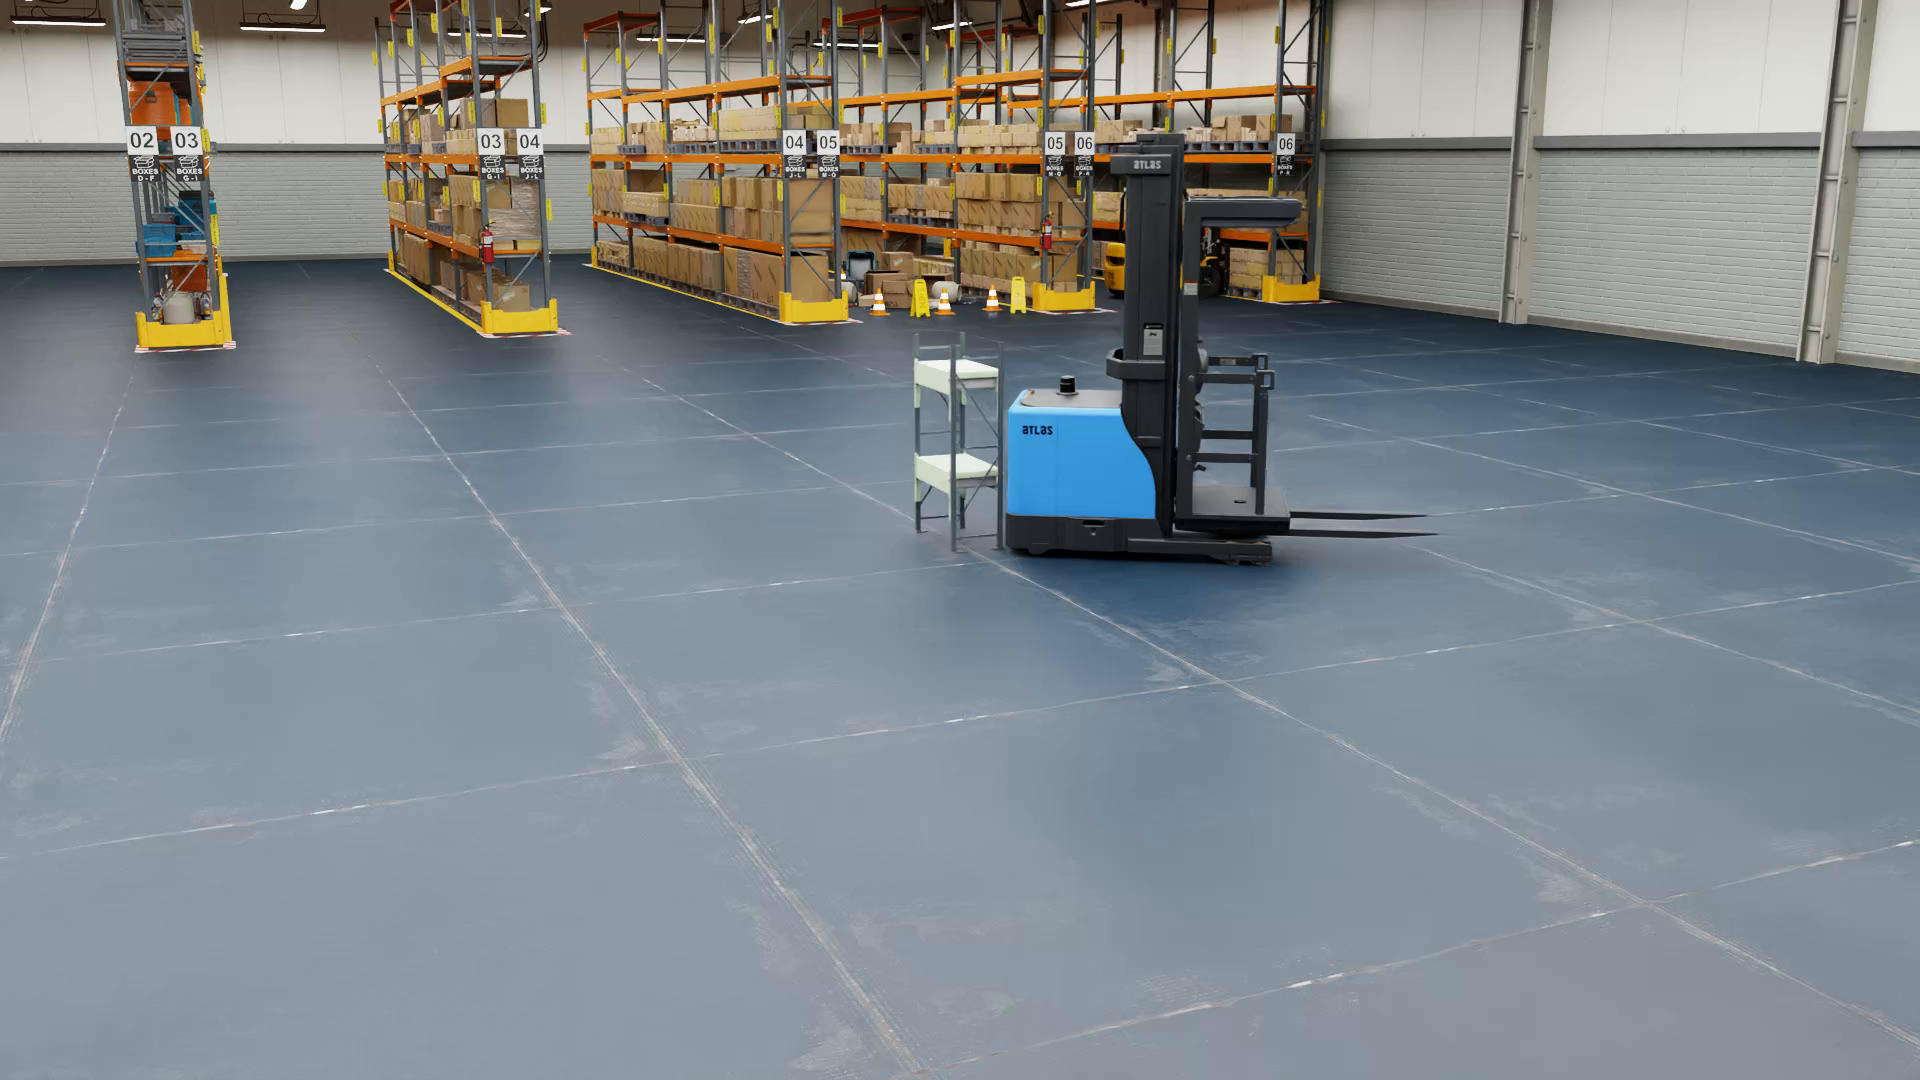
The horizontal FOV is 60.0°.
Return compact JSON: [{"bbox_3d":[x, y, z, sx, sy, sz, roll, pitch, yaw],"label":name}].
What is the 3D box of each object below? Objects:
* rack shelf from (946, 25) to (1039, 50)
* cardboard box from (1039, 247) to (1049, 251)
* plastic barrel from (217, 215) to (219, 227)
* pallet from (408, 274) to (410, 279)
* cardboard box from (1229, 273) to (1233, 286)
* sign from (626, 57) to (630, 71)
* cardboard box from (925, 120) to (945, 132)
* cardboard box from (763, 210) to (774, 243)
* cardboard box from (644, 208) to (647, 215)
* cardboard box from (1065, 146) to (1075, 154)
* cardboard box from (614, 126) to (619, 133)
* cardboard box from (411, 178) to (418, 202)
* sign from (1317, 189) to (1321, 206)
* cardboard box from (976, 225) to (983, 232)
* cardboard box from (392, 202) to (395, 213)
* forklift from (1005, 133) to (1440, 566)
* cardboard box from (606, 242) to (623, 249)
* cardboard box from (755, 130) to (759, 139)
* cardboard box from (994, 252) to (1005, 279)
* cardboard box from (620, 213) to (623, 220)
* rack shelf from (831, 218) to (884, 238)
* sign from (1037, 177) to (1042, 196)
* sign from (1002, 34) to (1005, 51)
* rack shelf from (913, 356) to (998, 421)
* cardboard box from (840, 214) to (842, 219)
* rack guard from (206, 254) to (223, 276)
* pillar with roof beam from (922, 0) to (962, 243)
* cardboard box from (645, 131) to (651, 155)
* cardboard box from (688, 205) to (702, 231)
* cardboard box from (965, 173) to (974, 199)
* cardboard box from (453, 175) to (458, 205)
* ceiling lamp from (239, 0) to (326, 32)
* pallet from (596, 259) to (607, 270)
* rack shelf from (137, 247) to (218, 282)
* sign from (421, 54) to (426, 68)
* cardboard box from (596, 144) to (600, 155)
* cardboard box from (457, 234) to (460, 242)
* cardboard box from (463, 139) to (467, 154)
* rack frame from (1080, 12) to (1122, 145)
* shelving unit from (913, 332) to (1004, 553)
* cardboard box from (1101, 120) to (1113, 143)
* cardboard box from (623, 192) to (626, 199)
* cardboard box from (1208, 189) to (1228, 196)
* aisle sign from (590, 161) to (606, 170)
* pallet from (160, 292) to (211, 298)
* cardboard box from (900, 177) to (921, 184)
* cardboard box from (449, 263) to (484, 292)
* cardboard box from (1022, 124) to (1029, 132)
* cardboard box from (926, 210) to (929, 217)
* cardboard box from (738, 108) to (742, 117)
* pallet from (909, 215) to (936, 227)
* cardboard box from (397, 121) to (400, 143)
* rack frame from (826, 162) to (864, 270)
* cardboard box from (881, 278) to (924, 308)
[{"bbox_3d":[0.898,-13.272,43.981,1.077,0.370,4.000,-6,14,-23],"label":"rack shelf"},{"bbox_3d":[2.307,-7.213,41.497,0.500,0.500,0.500,-6,14,-25],"label":"cardboard box"},{"bbox_3d":[-14.400,-6.047,31.543,0.600,0.536,0.708,-6,14,-23],"label":"plastic barrel"},{"bbox_3d":[-12.161,-6.129,38.382,1.003,0.211,1.213,-6,14,-23],"label":"pallet"},{"bbox_3d":[5.645,-5.329,33.911,0.500,0.250,0.500,-5,14,-22],"label":"cardboard box"},{"bbox_3d":[-8.428,-12.077,42.173,0.100,0.325,0.005,-6,14,-23],"label":"sign"},{"bbox_3d":[-0.421,-8.719,35.029,0.500,0.250,0.500,-5,14,-22],"label":"cardboard box"},{"bbox_3d":[-2.966,-5.528,29.271,0.875,0.550,0.550,-6,14,-23],"label":"cardboard box"},{"bbox_3d":[-6.766,-7.278,36.790,0.380,0.149,0.250,-6,14,-25],"label":"cardboard box"},{"bbox_3d":[2.124,-7.176,30.627,0.380,0.149,0.250,-6,14,-23],"label":"cardboard box"},{"bbox_3d":[-7.970,-9.717,39.387,0.380,0.149,0.250,-6,14,-23],"label":"cardboard box"},{"bbox_3d":[-11.665,-7.729,36.667,0.797,0.503,0.637,-6,14,-24],"label":"cardboard box"},{"bbox_3d":[7.017,-6.697,32.559,0.100,0.325,0.005,-6,14,-23],"label":"sign"},{"bbox_3d":[0.539,-6.195,33.042,0.380,0.149,0.250,-5,14,-21],"label":"cardboard box"},{"bbox_3d":[-13.173,-7.887,39.467,0.500,0.250,0.500,-6,14,-25],"label":"cardboard box"},{"bbox_3d":[1.883,-1.375,11.811,3.031,2.935,1.130,2,13,8],"label":"forklift"},{"bbox_3d":[-8.667,-7.390,41.718,0.380,0.149,0.250,-6,14,-26],"label":"cardboard box"},{"bbox_3d":[-3.388,-7.112,29.197,0.380,0.149,0.250,-6,14,-24],"label":"cardboard box"},{"bbox_3d":[0.991,-5.324,32.223,0.500,0.500,0.500,-6,14,-24],"label":"cardboard box"},{"bbox_3d":[-7.875,-7.709,39.583,0.380,0.149,0.250,-6,14,-24],"label":"cardboard box"},{"bbox_3d":[-2.047,-7.454,39.522,1.077,0.370,4.000,-6,14,-23],"label":"rack shelf"},{"bbox_3d":[1.443,-6.411,30.149,0.100,0.325,0.005,-6,14,-23],"label":"sign"},{"bbox_3d":[0.861,-10.027,33.489,0.100,0.325,0.005,-6,14,-23],"label":"sign"},{"bbox_3d":[-0.015,-1.110,12.111,0.431,0.370,0.720,-5,14,-21],"label":"rack shelf"},{"bbox_3d":[-2.705,-7.924,40.286,0.500,0.250,0.500,-6,14,-24],"label":"cardboard box"},{"bbox_3d":[-18.090,-6.488,39.294,1.175,0.500,0.348,-6,14,-23],"label":"rack guard"},{"bbox_3d":[-4.102,-12.666,47.139,9.100,9.000,0.548,-6,14,-23],"label":"pillar with roof beam"},{"bbox_3d":[-6.611,-8.735,36.583,0.500,0.500,0.500,-6,14,-23],"label":"cardboard box"},{"bbox_3d":[-5.203,-6.543,33.767,0.500,0.500,0.500,-6,14,-24],"label":"cardboard box"},{"bbox_3d":[0.519,-7.028,32.985,0.700,0.500,0.500,-6,14,-23],"label":"cardboard box"},{"bbox_3d":[-8.574,-6.132,29.113,0.500,0.500,0.500,-6,14,-23],"label":"cardboard box"},{"bbox_3d":[-16.836,-14.251,41.040,2.000,3.185,0.800,-6,14,-23],"label":"ceiling lamp"},{"bbox_3d":[-8.622,-7.031,42.282,1.003,0.211,1.213,-6,14,-23],"label":"pallet"},{"bbox_3d":[-12.460,-4.459,26.580,1.077,0.370,4.000,-6,14,-23],"label":"rack shelf"},{"bbox_3d":[-13.027,-11.612,40.337,0.100,0.325,0.005,-6,14,-23],"label":"sign"},{"bbox_3d":[-8.793,-9.740,41.481,0.500,0.250,0.500,-5,14,-21],"label":"cardboard box"},{"bbox_3d":[-8.699,-5.374,29.495,0.380,0.149,0.250,-6,14,-23],"label":"cardboard box"},{"bbox_3d":[-7.947,-6.518,27.561,0.500,0.250,0.500,-5,14,-22],"label":"cardboard box"},{"bbox_3d":[3.301,-10.764,38.919,1.000,3.000,0.127,-6,14,-23],"label":"rack frame"},{"bbox_3d":[-0.015,-0.730,12.199,0.431,1.500,0.755,-5,14,-21],"label":"shelving unit"},{"bbox_3d":[3.662,-9.337,38.034,0.700,0.500,0.500,-6,14,-24],"label":"cardboard box"},{"bbox_3d":[-7.606,-7.999,38.586,0.380,0.149,0.250,-5,14,-20],"label":"cardboard box"},{"bbox_3d":[5.348,-7.172,34.388,0.380,0.149,0.250,-6,14,-23],"label":"cardboard box"},{"bbox_3d":[-9.249,-9.831,42.429,0.394,0.787,0.004,-6,14,-23],"label":"aisle sign"},{"bbox_3d":[-14.589,-4.527,31.462,1.003,0.211,1.213,-6,14,-23],"label":"pallet"},{"bbox_3d":[-1.219,-8.052,38.067,0.500,0.500,0.500,-6,14,-25],"label":"cardboard box"},{"bbox_3d":[-9.572,-5.127,32.436,0.700,0.500,0.500,-4,14,-18],"label":"cardboard box"},{"bbox_3d":[1.366,-7.617,30.766,0.380,0.149,0.250,-6,14,-24],"label":"cardboard box"},{"bbox_3d":[-0.498,-6.941,35.333,0.380,0.149,0.250,-6,14,-23],"label":"cardboard box"},{"bbox_3d":[-3.793,-7.709,30.011,0.380,0.149,0.250,-6,14,-23],"label":"cardboard box"},{"bbox_3d":[-0.415,-6.893,35.926,1.003,0.211,1.213,-6,14,-23],"label":"pallet"},{"bbox_3d":[-12.508,-9.354,38.107,0.700,0.500,0.500,-5,14,-20],"label":"cardboard box"},{"bbox_3d":[-2.848,-8.218,41.226,1.000,3.000,0.127,-6,14,-23],"label":"rack frame"},{"bbox_3d":[-1.064,-4.657,31.375,0.637,0.503,0.797,6,14,26],"label":"cardboard box"}]
